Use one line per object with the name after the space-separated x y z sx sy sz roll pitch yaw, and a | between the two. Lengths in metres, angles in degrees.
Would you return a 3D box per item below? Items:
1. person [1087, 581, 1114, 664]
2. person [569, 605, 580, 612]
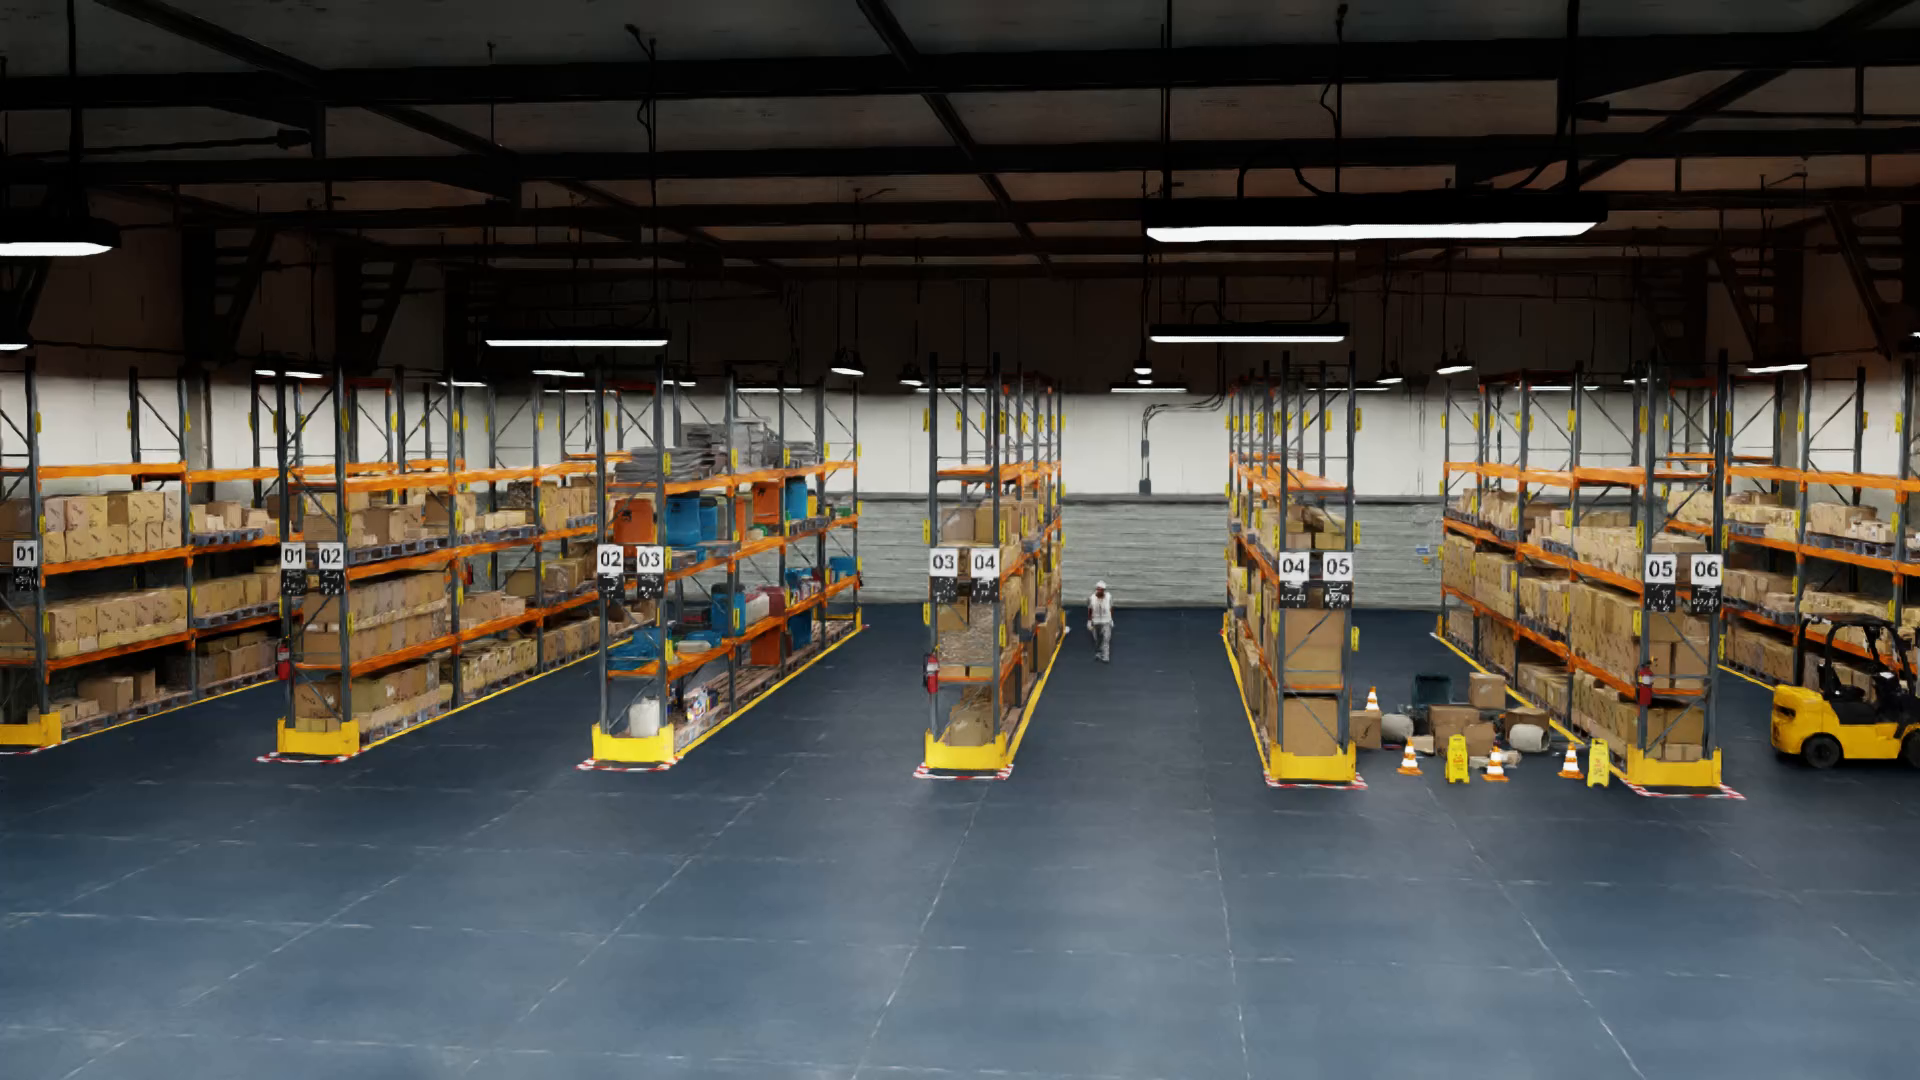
2.919 1.690 34.609 0.566 1.704 1.122 1 4 9 | person
-9.472 1.175 41.204 0.468 1.794 0.625 -1 4 -14 | person
